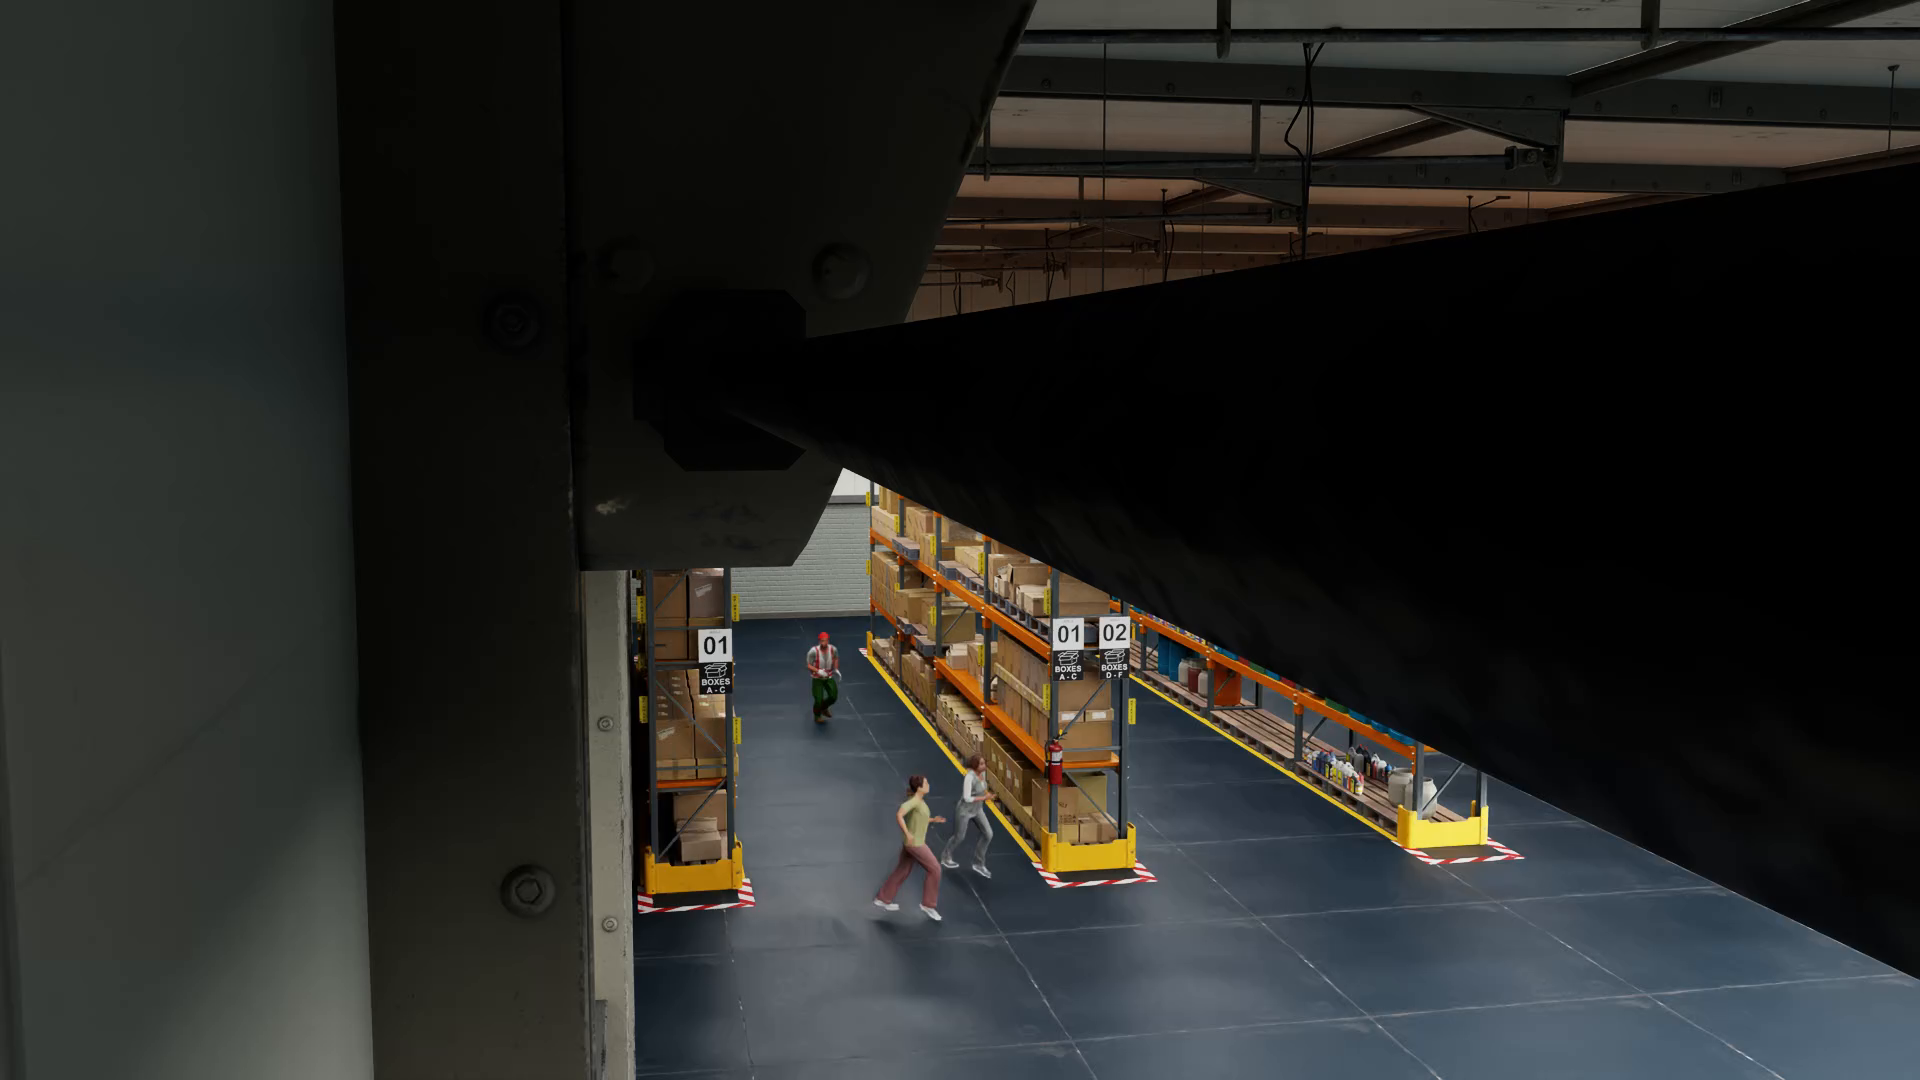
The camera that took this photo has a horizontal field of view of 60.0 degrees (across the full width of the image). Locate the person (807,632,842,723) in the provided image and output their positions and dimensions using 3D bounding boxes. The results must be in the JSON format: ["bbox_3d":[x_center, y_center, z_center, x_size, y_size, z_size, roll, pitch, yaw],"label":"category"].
[{"bbox_3d":[-2.407,2.434,29.416,0.679,1.675,0.770,-3,7,-26],"label":"person"}]

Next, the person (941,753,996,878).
[{"bbox_3d":[0.111,3.398,20.639,0.845,1.569,0.512,5,8,40],"label":"person"}]

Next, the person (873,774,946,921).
[{"bbox_3d":[-0.576,3.519,19.020,0.841,1.705,0.615,0,6,-1],"label":"person"}]
